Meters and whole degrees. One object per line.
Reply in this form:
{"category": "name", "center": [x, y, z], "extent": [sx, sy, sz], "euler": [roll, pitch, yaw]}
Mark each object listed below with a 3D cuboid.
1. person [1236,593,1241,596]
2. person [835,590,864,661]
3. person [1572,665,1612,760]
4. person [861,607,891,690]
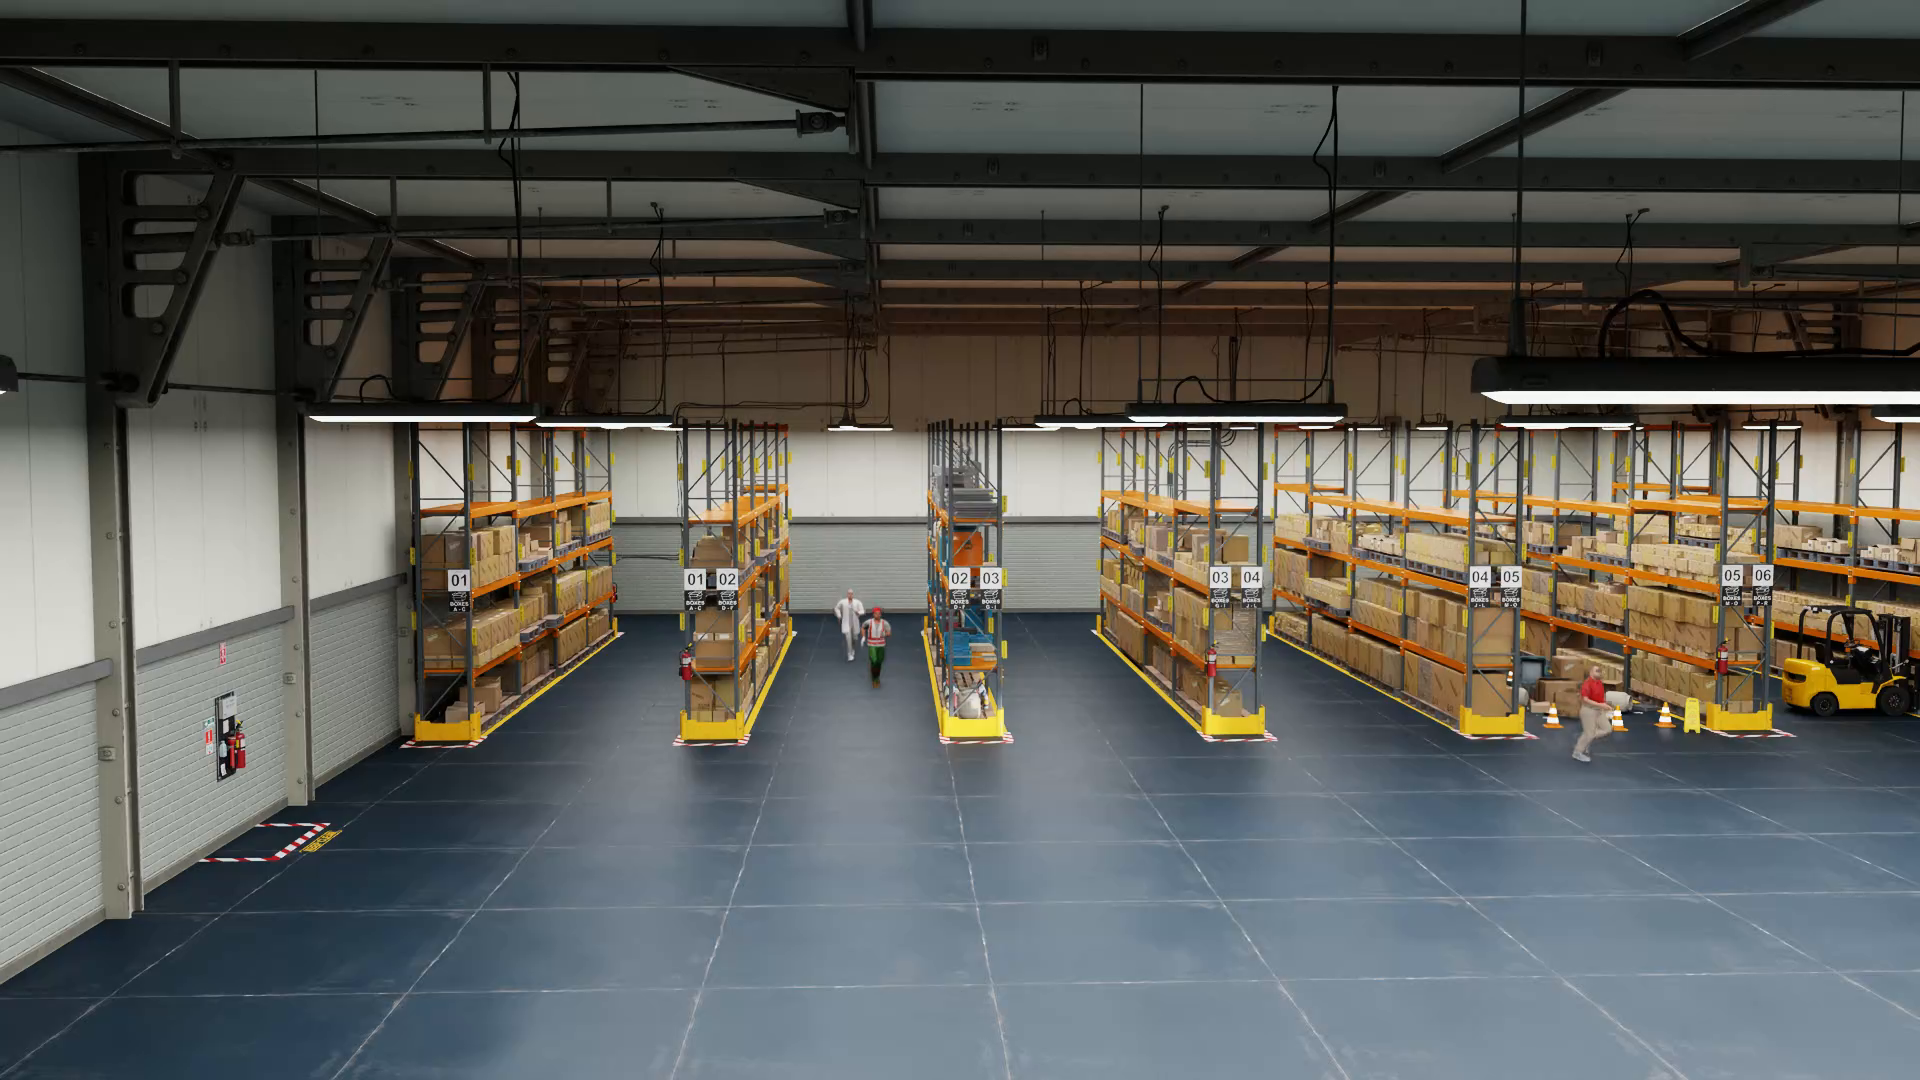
{"category": "person", "center": [8.349, 1.778, 48.852], "extent": [0.577, 1.645, 0.835], "euler": [-2, 4, -23]}
{"category": "person", "center": [-2.776, 2.130, 42.086], "extent": [0.713, 1.754, 1.035], "euler": [-1, 4, -12]}
{"category": "person", "center": [11.102, 3.021, 29.073], "extent": [0.689, 1.686, 0.712], "euler": [-3, 5, -39]}
{"category": "person", "center": [-1.883, 2.423, 37.489], "extent": [0.643, 1.844, 0.875], "euler": [-1, 4, -14]}
